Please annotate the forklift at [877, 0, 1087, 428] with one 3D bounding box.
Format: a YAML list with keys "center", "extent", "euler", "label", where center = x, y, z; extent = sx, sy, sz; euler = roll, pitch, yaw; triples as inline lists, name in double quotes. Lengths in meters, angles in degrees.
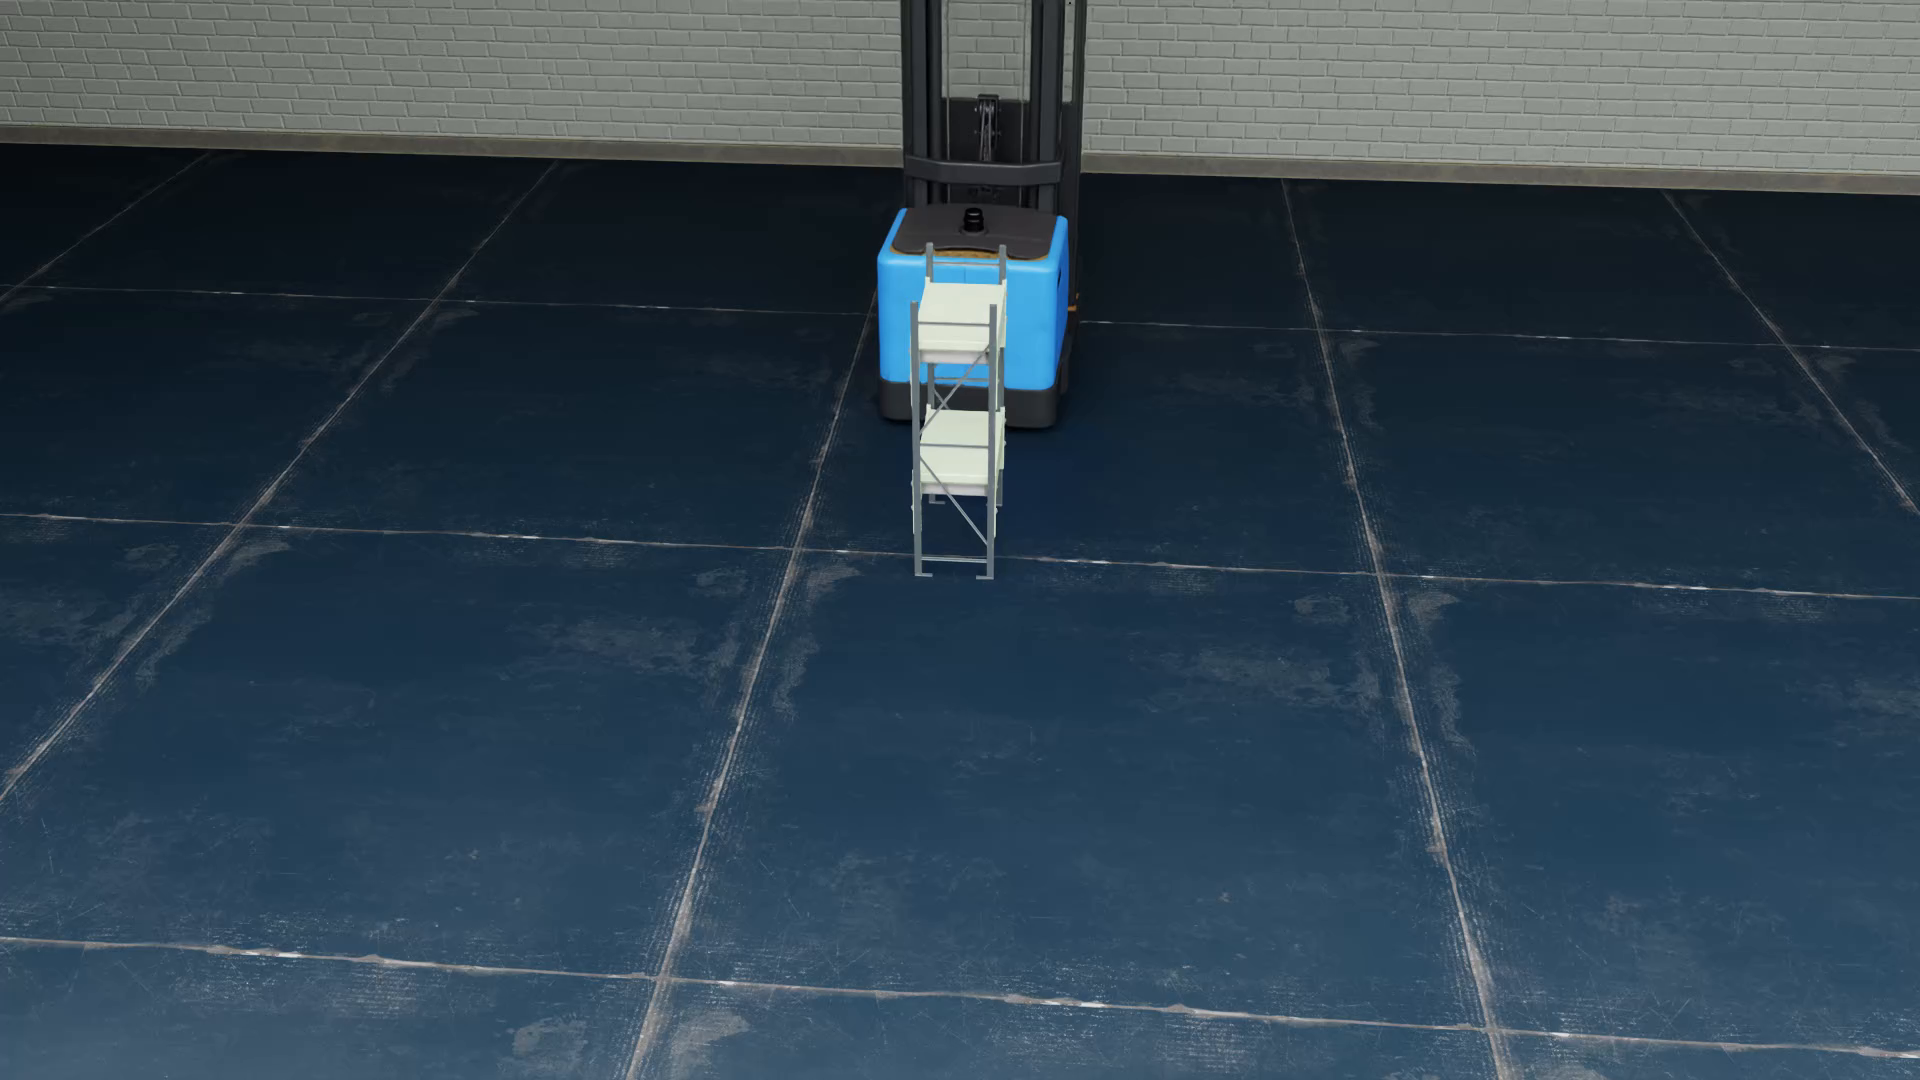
- center: [0.228, -2.654, 10.262]
  extent: [1.130, 2.935, 3.031]
  euler: [4, 32, 7]
  label: "forklift"

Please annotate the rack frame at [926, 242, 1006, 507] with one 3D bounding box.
- center: [0.030, -0.833, 8.673]
  extent: [0.400, 1.500, 0.023]
  euler: [2, 32, 4]
  label: "rack frame"

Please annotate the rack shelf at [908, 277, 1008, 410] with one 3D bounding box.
- center: [0.001, -0.974, 8.157]
  extent: [0.431, 0.370, 0.720]
  euler: [2, 32, 4]
  label: "rack shelf"

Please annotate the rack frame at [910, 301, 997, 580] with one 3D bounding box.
- center: [-0.029, -0.451, 8.052]
  extent: [0.400, 1.500, 0.023]
  euler: [2, 32, 4]
  label: "rack frame"

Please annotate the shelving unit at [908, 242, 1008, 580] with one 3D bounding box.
- center: [0.001, -0.642, 8.362]
  extent: [0.431, 1.500, 0.755]
  euler: [2, 32, 4]
  label: "shelving unit"

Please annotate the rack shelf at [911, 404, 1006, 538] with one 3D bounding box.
- center: [0.001, -0.364, 8.533]
  extent: [0.431, 0.370, 0.720]
  euler: [2, 32, 4]
  label: "rack shelf"
